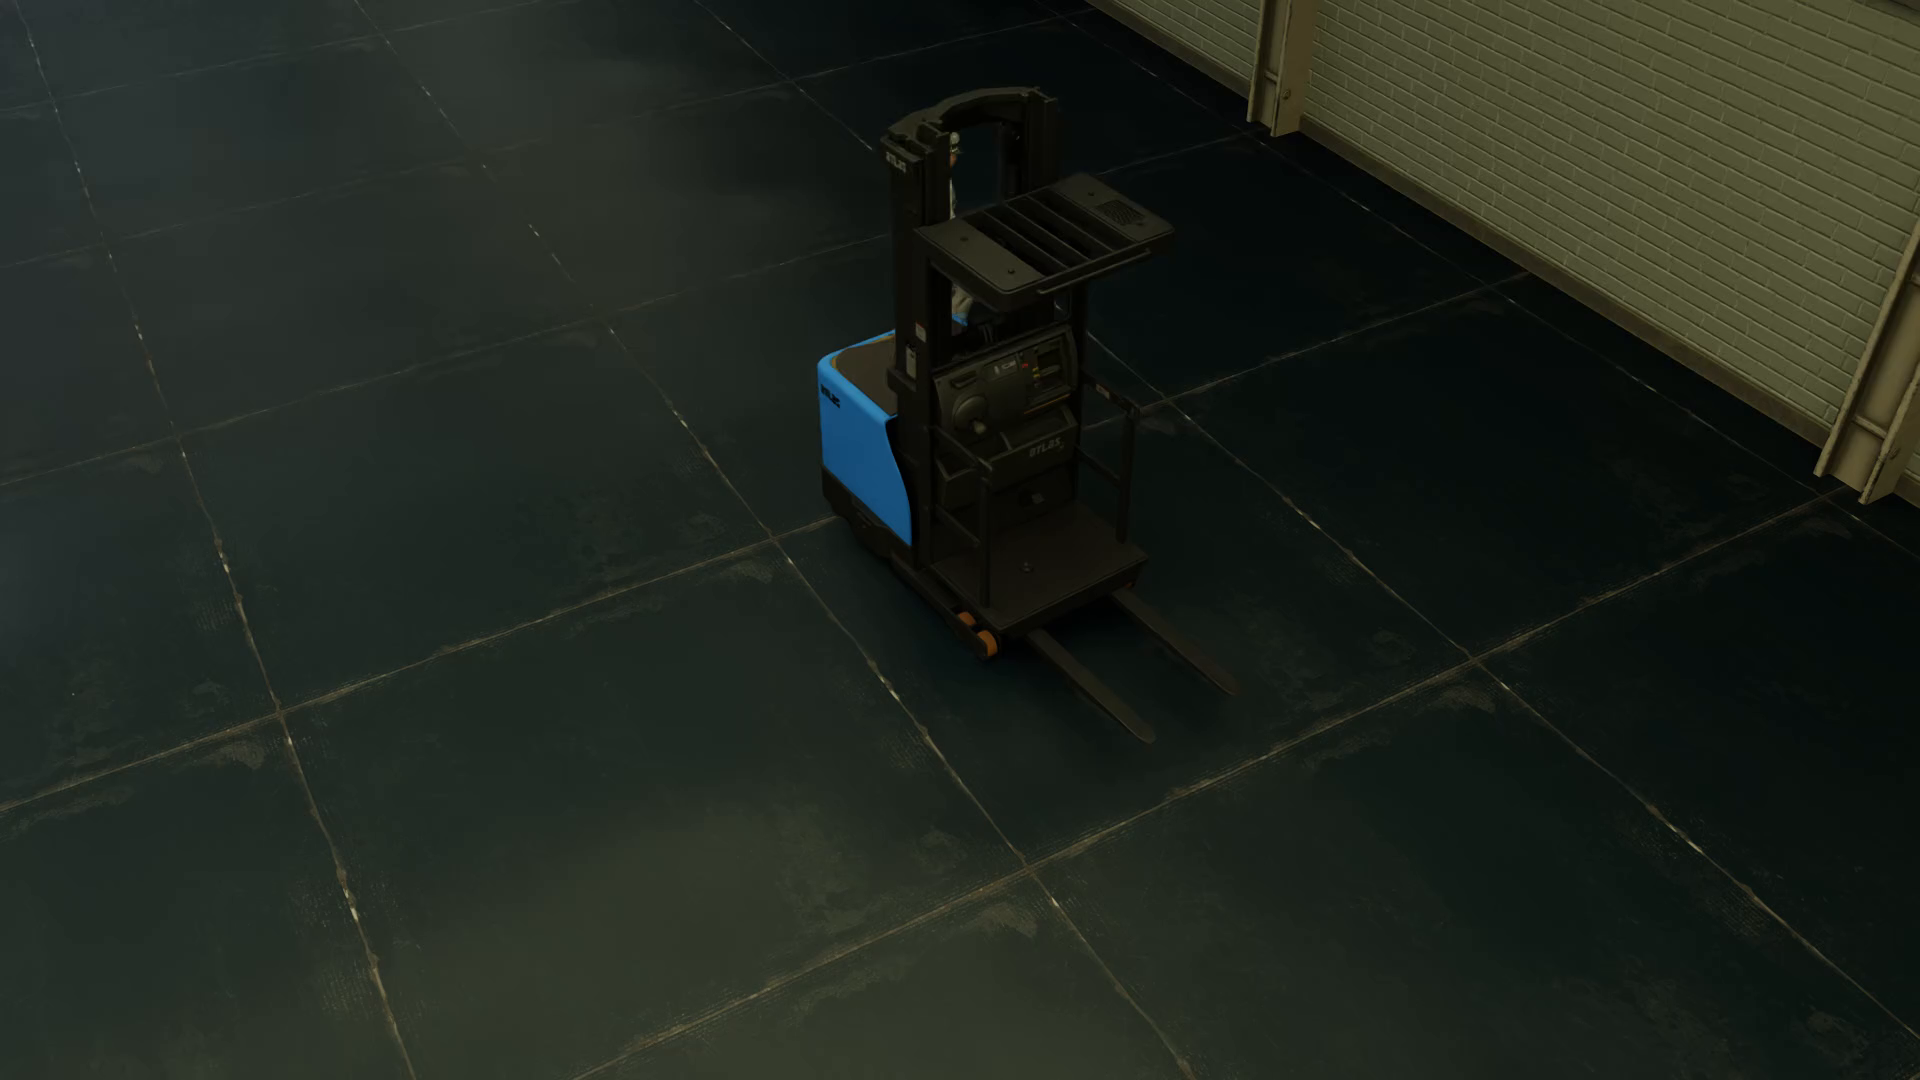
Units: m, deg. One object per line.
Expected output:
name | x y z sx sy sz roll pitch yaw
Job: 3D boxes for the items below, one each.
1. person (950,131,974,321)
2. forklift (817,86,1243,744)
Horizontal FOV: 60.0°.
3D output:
person | -0.096 -2.106 11.620 0.429 1.587 0.664 -6 40 -7
forklift | 0.385 -0.802 9.003 1.130 2.935 3.031 -24 45 -26
